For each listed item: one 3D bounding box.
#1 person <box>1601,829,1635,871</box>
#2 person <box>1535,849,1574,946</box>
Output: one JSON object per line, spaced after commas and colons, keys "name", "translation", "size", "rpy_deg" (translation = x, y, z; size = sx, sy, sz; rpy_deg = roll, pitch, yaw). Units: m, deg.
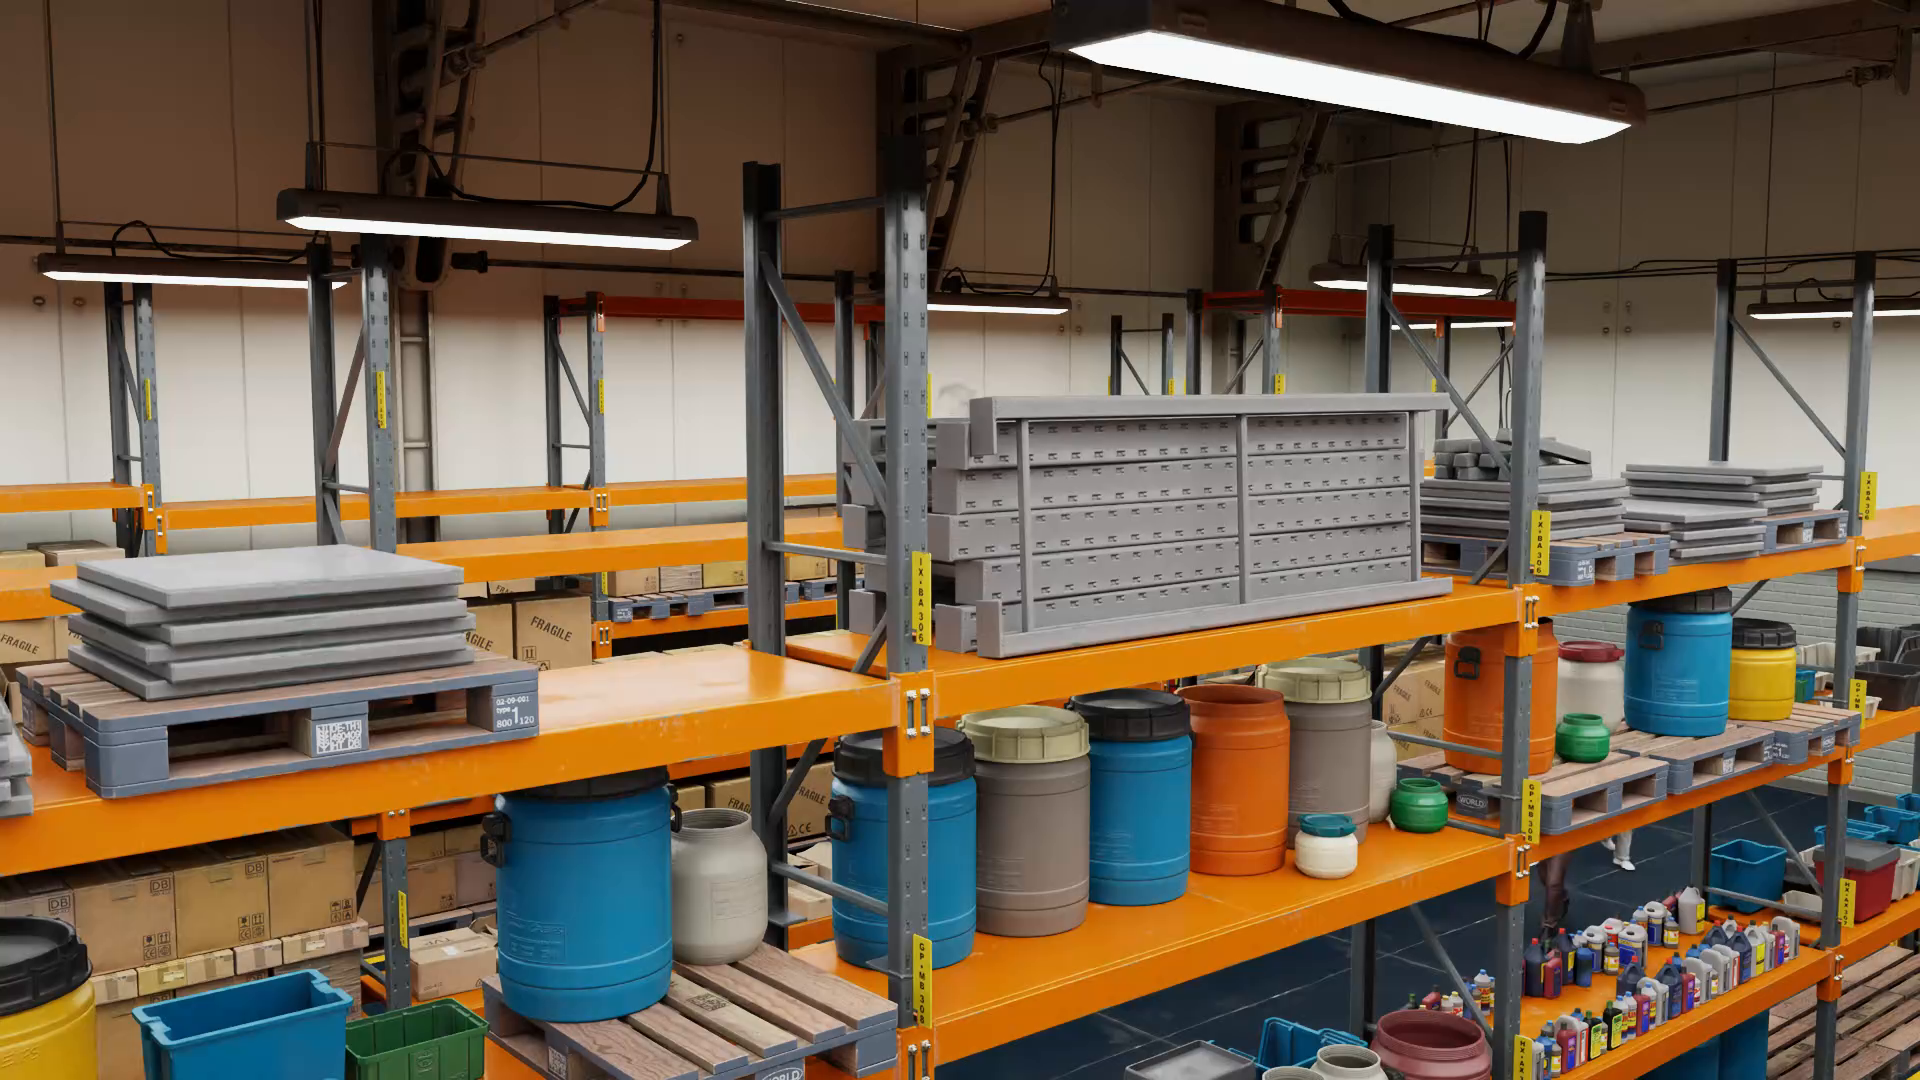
{"name": "person", "translation": [6.890, 2.665, 17.712], "size": [0.594, 1.628, 0.662], "rpy_deg": [-2, 6, -17]}
{"name": "person", "translation": [5.525, 2.826, 15.525], "size": [0.635, 1.748, 0.925], "rpy_deg": [5, 8, 43]}
